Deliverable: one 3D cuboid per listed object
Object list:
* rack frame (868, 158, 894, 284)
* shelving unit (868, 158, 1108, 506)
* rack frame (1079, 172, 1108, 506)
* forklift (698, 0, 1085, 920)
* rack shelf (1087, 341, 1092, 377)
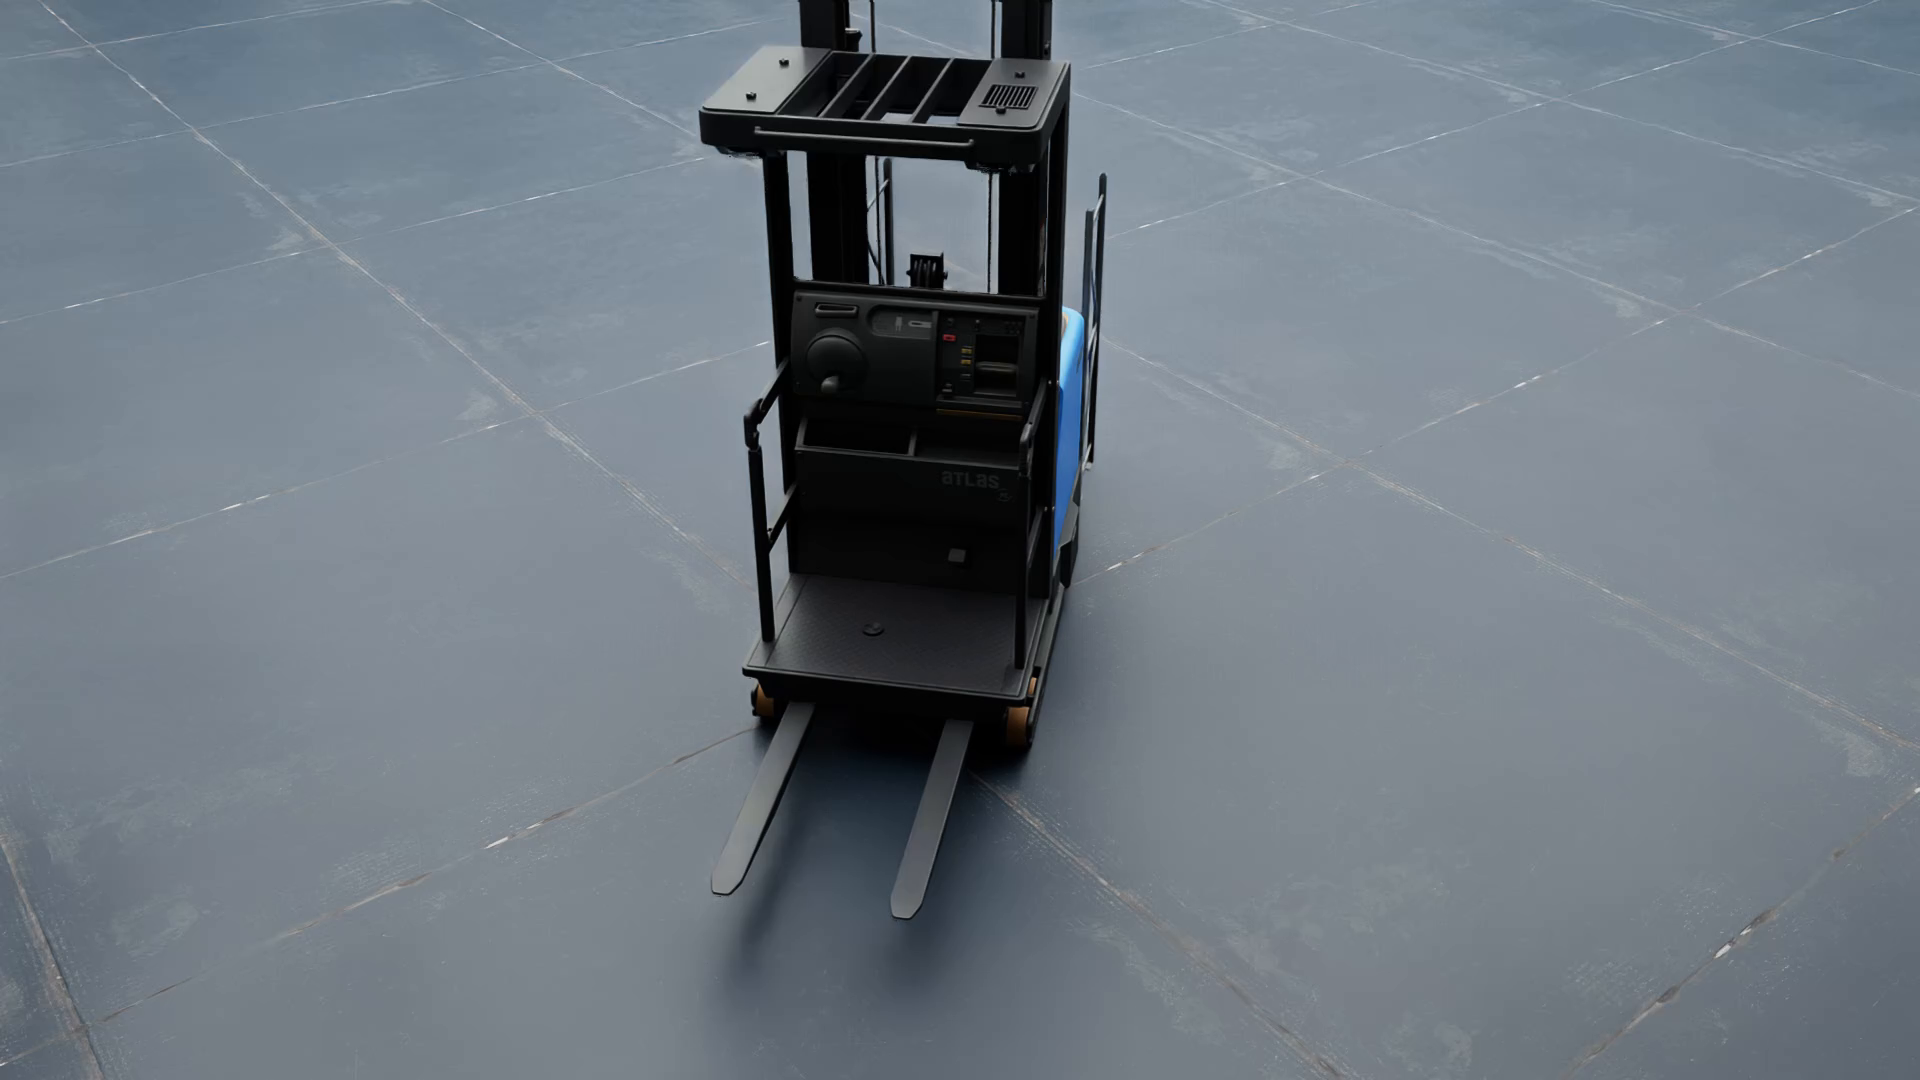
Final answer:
[{"bbox_3d":[-0.385,-1.025,7.979,0.032,1.500,0.500,6,32,10],"label":"rack frame"},{"bbox_3d":[0.112,-0.971,7.892,1.048,1.500,0.538,6,32,10],"label":"shelving unit"},{"bbox_3d":[0.610,-0.916,7.804,0.032,1.500,0.500,6,32,10],"label":"rack frame"},{"bbox_3d":[-0.210,-0.650,6.019,1.130,2.935,3.031,6,32,9],"label":"forklift"},{"bbox_3d":[0.112,-0.818,7.986,1.000,0.185,0.538,6,32,10],"label":"rack shelf"}]
